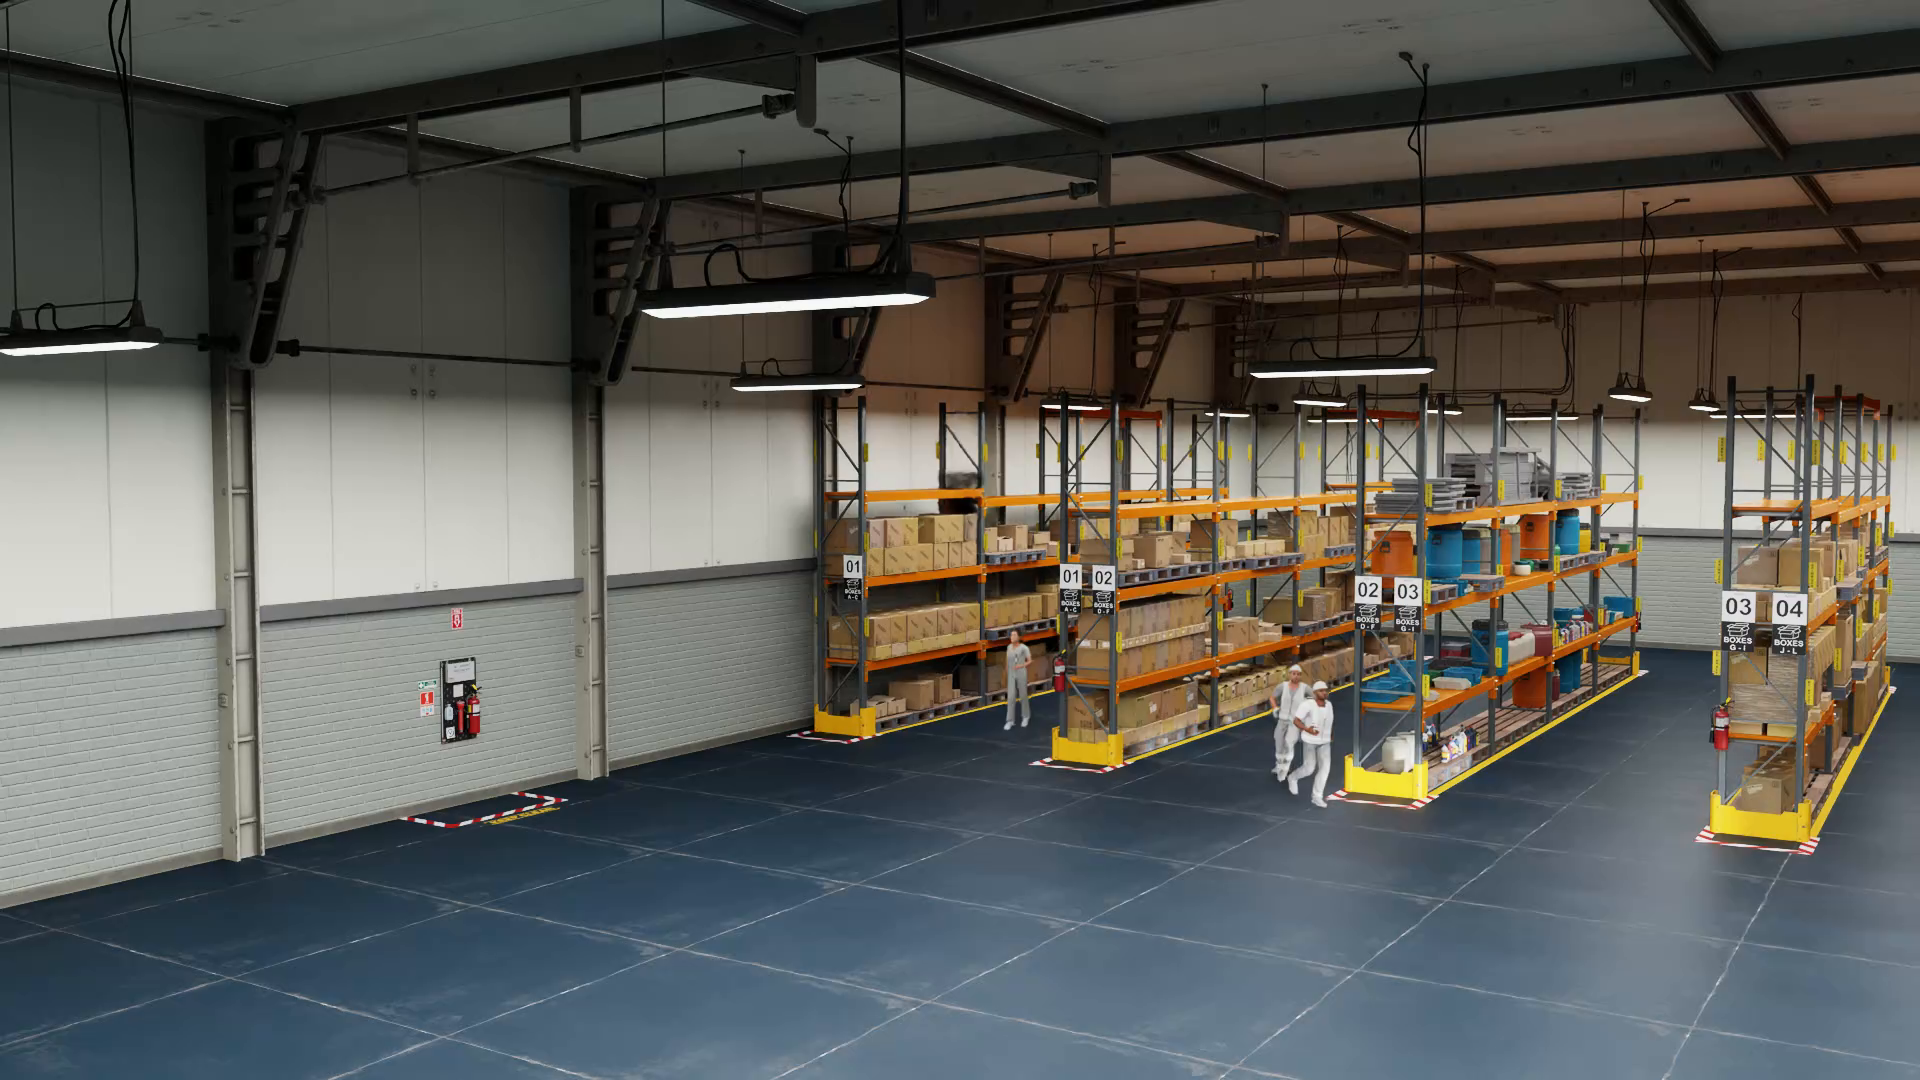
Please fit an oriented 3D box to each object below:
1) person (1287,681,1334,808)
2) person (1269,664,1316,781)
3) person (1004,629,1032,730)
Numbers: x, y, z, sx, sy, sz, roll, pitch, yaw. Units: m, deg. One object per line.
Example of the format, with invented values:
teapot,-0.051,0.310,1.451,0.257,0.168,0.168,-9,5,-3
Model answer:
person,5.083,2.887,23.788,0.710,1.756,0.833,-1,3,-19
person,5.081,2.792,25.483,0.718,1.779,0.674,1,3,24
person,1.002,2.378,28.597,0.556,1.711,0.790,2,3,28
